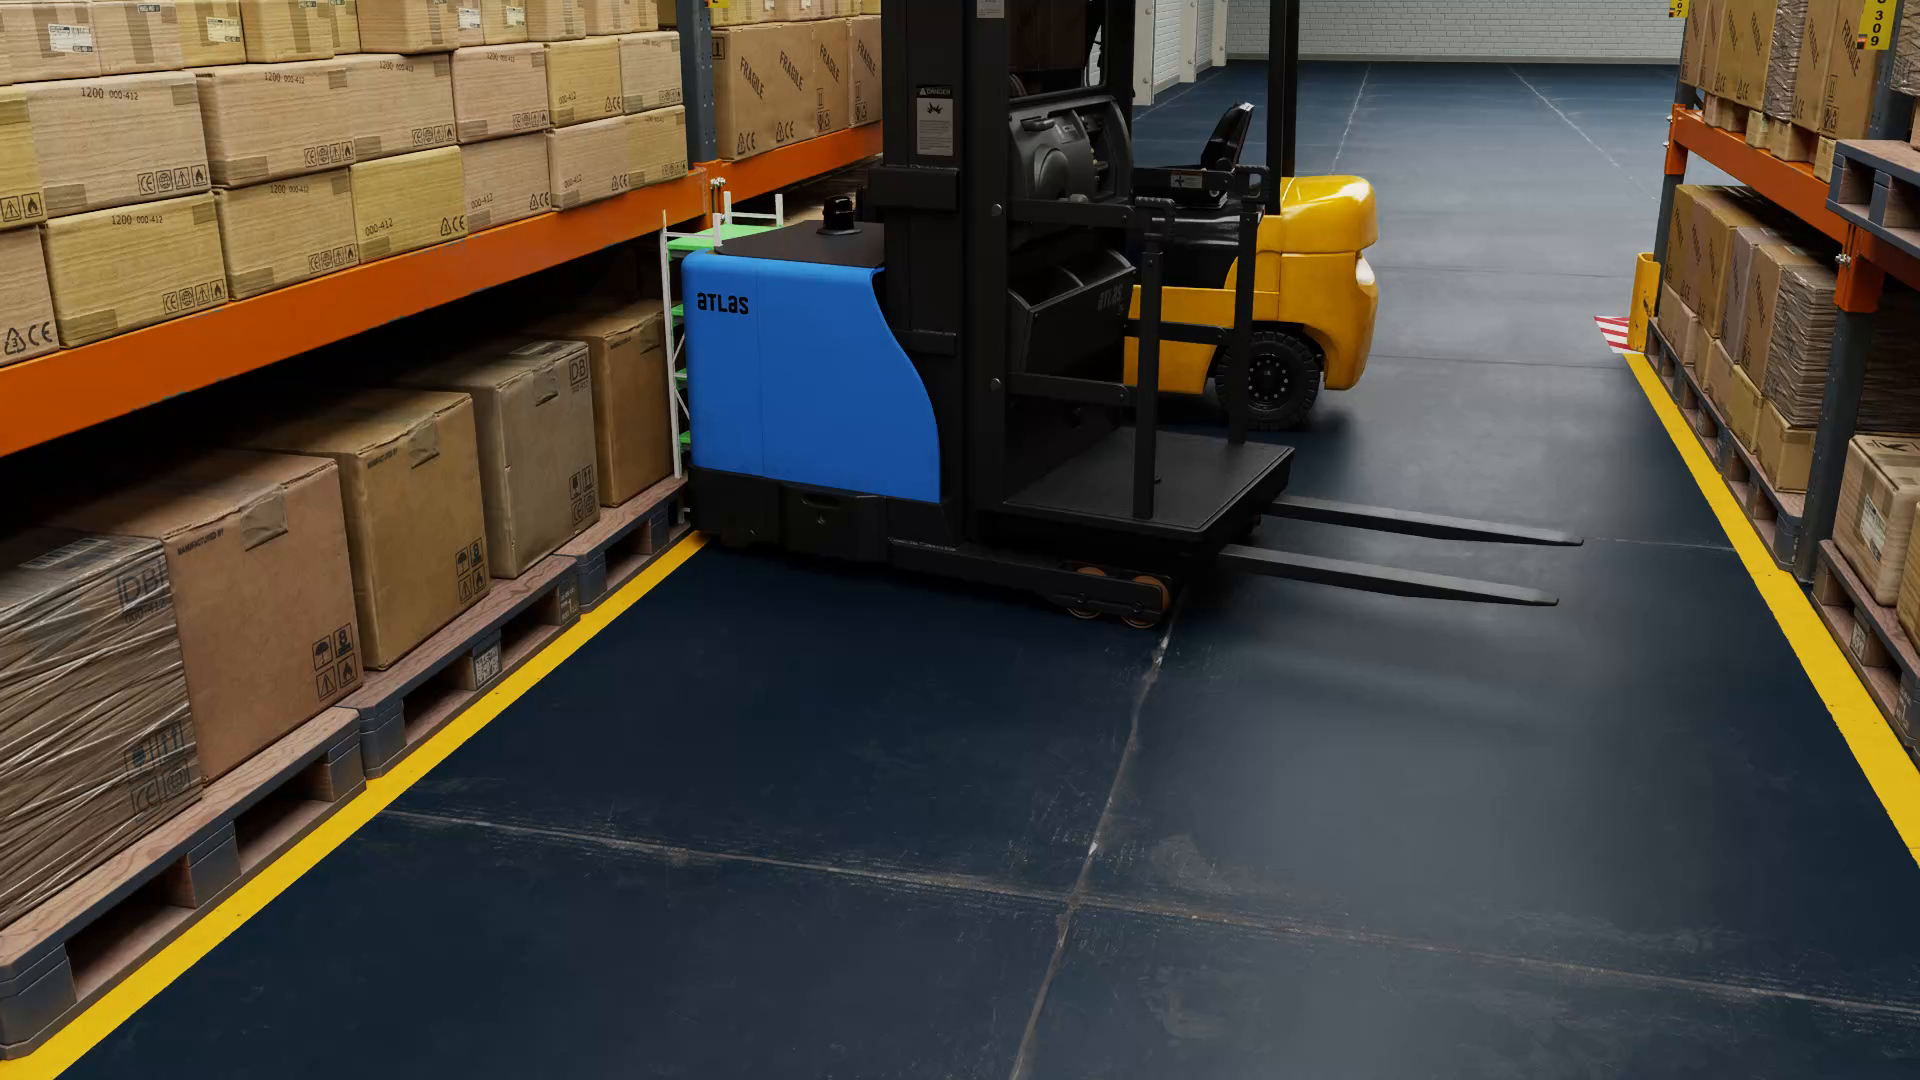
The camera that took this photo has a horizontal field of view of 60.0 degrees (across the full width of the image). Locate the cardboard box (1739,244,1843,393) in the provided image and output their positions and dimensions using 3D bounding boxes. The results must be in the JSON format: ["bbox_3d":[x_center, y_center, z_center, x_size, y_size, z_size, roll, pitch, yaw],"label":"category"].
[{"bbox_3d":[3.399,-0.861,6.512,0.500,0.500,0.500,5,19,14],"label":"cardboard box"}]

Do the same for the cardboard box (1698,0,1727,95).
[{"bbox_3d":[3.861,-2.395,7.944,0.500,0.500,0.500,5,20,15],"label":"cardboard box"}]

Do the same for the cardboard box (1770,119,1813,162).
[{"bbox_3d":[3.420,-1.567,6.524,0.380,0.149,0.250,4,19,13],"label":"cardboard box"}]

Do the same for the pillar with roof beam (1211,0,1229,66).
[{"bbox_3d":[10.016,-14.642,35.133,9.100,9.000,0.400,5,19,13],"label":"pillar with roof beam"}]

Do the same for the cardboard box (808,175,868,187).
[{"bbox_3d":[-0.487,-1.769,8.784,0.500,0.250,0.500,5,19,14],"label":"cardboard box"}]

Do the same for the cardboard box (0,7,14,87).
[{"bbox_3d":[-1.972,-0.894,3.007,0.380,0.149,0.250,5,20,15],"label":"cardboard box"}]

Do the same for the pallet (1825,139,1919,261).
[{"bbox_3d":[3.064,-0.924,4.548,1.003,0.211,1.213,5,19,13],"label":"pallet"}]

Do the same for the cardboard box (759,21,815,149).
[{"bbox_3d":[-0.949,-1.964,7.141,0.500,0.500,0.500,5,19,14],"label":"cardboard box"}]

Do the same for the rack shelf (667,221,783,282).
[{"bbox_3d":[-0.869,-1.060,6.131,0.258,0.148,0.480,7,21,19],"label":"rack shelf"}]

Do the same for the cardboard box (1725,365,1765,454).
[{"bbox_3d":[3.396,-0.514,6.657,0.500,0.250,0.500,4,19,12],"label":"cardboard box"}]

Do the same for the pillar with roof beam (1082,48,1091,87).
[{"bbox_3d":[5.618,-9.000,18.615,9.100,9.000,0.400,5,19,13],"label":"pillar with roof beam"}]

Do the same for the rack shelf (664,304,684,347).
[{"bbox_3d":[-0.868,-0.834,6.212,0.258,0.148,0.480,7,21,19],"label":"rack shelf"}]

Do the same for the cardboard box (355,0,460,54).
[{"bbox_3d":[-1.563,-1.371,4.402,0.380,0.149,0.250,4,19,12],"label":"cardboard box"}]

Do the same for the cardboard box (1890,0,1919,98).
[{"bbox_3d":[3.000,-1.505,4.688,0.500,0.500,0.500,5,20,15],"label":"cardboard box"}]

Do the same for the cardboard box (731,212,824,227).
[{"bbox_3d":[-0.865,-1.290,7.382,0.500,0.250,0.500,5,19,13],"label":"cardboard box"}]

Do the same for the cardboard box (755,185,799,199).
[{"bbox_3d":[-1.129,-1.649,8.433,0.500,0.250,0.500,4,19,12],"label":"cardboard box"}]

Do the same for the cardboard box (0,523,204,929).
[{"bbox_3d":[-2.234,0.351,3.543,0.875,0.625,0.625,5,20,15],"label":"cardboard box"}]

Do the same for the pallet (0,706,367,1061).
[{"bbox_3d":[-2.160,0.685,3.855,1.003,0.211,1.213,5,19,13],"label":"pallet"}]

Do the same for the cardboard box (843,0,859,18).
[{"bbox_3d":[-0.692,-2.550,7.854,0.380,0.149,0.250,4,19,12],"label":"cardboard box"}]

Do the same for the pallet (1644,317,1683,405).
[{"bbox_3d":[4.118,-0.901,8.499,1.003,0.211,1.213,5,19,13],"label":"pallet"}]

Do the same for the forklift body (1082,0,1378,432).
[{"bbox_3d":[0.861,-1.747,7.975,2.313,2.155,1.214,5,19,13],"label":"forklift body"}]

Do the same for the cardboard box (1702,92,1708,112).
[{"bbox_3d":[4.086,-2.287,8.632,0.380,0.149,0.250,5,19,14],"label":"cardboard box"}]

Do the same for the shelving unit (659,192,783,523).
[{"bbox_3d":[-0.867,-0.668,6.272,0.258,1.200,0.503,7,21,19],"label":"shelving unit"}]

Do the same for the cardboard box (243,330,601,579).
[{"bbox_3d":[-1.736,-0.301,5.453,0.875,0.625,0.625,4,19,13],"label":"cardboard box"}]

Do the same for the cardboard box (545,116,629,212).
[{"bbox_3d":[-1.409,-1.226,5.367,0.500,0.250,0.500,5,19,13],"label":"cardboard box"}]

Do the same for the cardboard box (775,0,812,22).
[{"bbox_3d":[-0.858,-2.303,7.132,0.380,0.149,0.250,5,20,15],"label":"cardboard box"}]

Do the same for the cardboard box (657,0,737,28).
[{"bbox_3d":[-1.089,-2.067,6.439,0.380,0.149,0.250,4,19,13],"label":"cardboard box"}]

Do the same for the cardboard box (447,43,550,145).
[{"bbox_3d":[-1.543,-1.303,4.821,0.500,0.250,0.500,5,19,14],"label":"cardboard box"}]

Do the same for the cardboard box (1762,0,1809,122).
[{"bbox_3d":[3.501,-1.914,6.537,0.500,0.500,0.500,5,20,15],"label":"cardboard box"}]

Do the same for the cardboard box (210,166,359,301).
[{"bbox_3d":[-1.807,-0.748,3.968,0.500,0.250,0.500,4,19,12],"label":"cardboard box"}]

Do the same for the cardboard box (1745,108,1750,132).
[{"bbox_3d":[3.751,-1.883,7.448,0.380,0.149,0.250,5,20,15],"label":"cardboard box"}]

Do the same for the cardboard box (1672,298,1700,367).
[{"bbox_3d":[3.772,-1.003,8.089,0.500,0.250,0.500,5,20,15],"label":"cardboard box"}]

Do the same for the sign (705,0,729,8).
[{"bbox_3d":[-0.893,-2.104,6.038,0.100,0.325,0.005,5,19,13],"label":"sign"}]

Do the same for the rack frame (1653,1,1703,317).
[{"bbox_3d":[4.370,-2.496,8.855,1.000,3.000,0.127,5,19,13],"label":"rack frame"}]

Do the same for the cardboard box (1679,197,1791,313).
[{"bbox_3d":[3.776,-1.346,7.931,0.500,0.500,0.500,4,19,11],"label":"cardboard box"}]

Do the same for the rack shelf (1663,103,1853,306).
[{"bbox_3d":[3.881,-1.529,7.136,1.077,0.370,4.000,5,19,13],"label":"rack shelf"}]

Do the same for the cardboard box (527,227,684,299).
[{"bbox_3d":[-1.489,-1.173,7.040,0.500,0.250,0.500,5,20,14],"label":"cardboard box"}]

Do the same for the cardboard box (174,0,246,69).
[{"bbox_3d":[-1.850,-1.141,3.729,0.380,0.149,0.250,5,19,14],"label":"cardboard box"}]

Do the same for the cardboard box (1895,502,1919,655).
[{"bbox_3d":[3.094,0.193,4.399,0.950,0.372,0.625,6,20,17],"label":"cardboard box"}]

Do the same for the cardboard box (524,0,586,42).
[{"bbox_3d":[-1.382,-1.615,5.117,0.380,0.149,0.250,4,19,12],"label":"cardboard box"}]

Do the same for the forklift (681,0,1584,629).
[{"bbox_3d":[0.561,-1.298,5.452,3.031,2.935,1.130,9,21,25],"label":"forklift"}]

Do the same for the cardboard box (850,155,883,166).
[{"bbox_3d":[-0.746,-2.122,9.817,0.500,0.250,0.500,4,19,13],"label":"cardboard box"}]

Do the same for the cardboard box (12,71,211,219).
[{"bbox_3d":[-1.930,-0.822,3.411,0.500,0.250,0.500,5,20,15],"label":"cardboard box"}]
